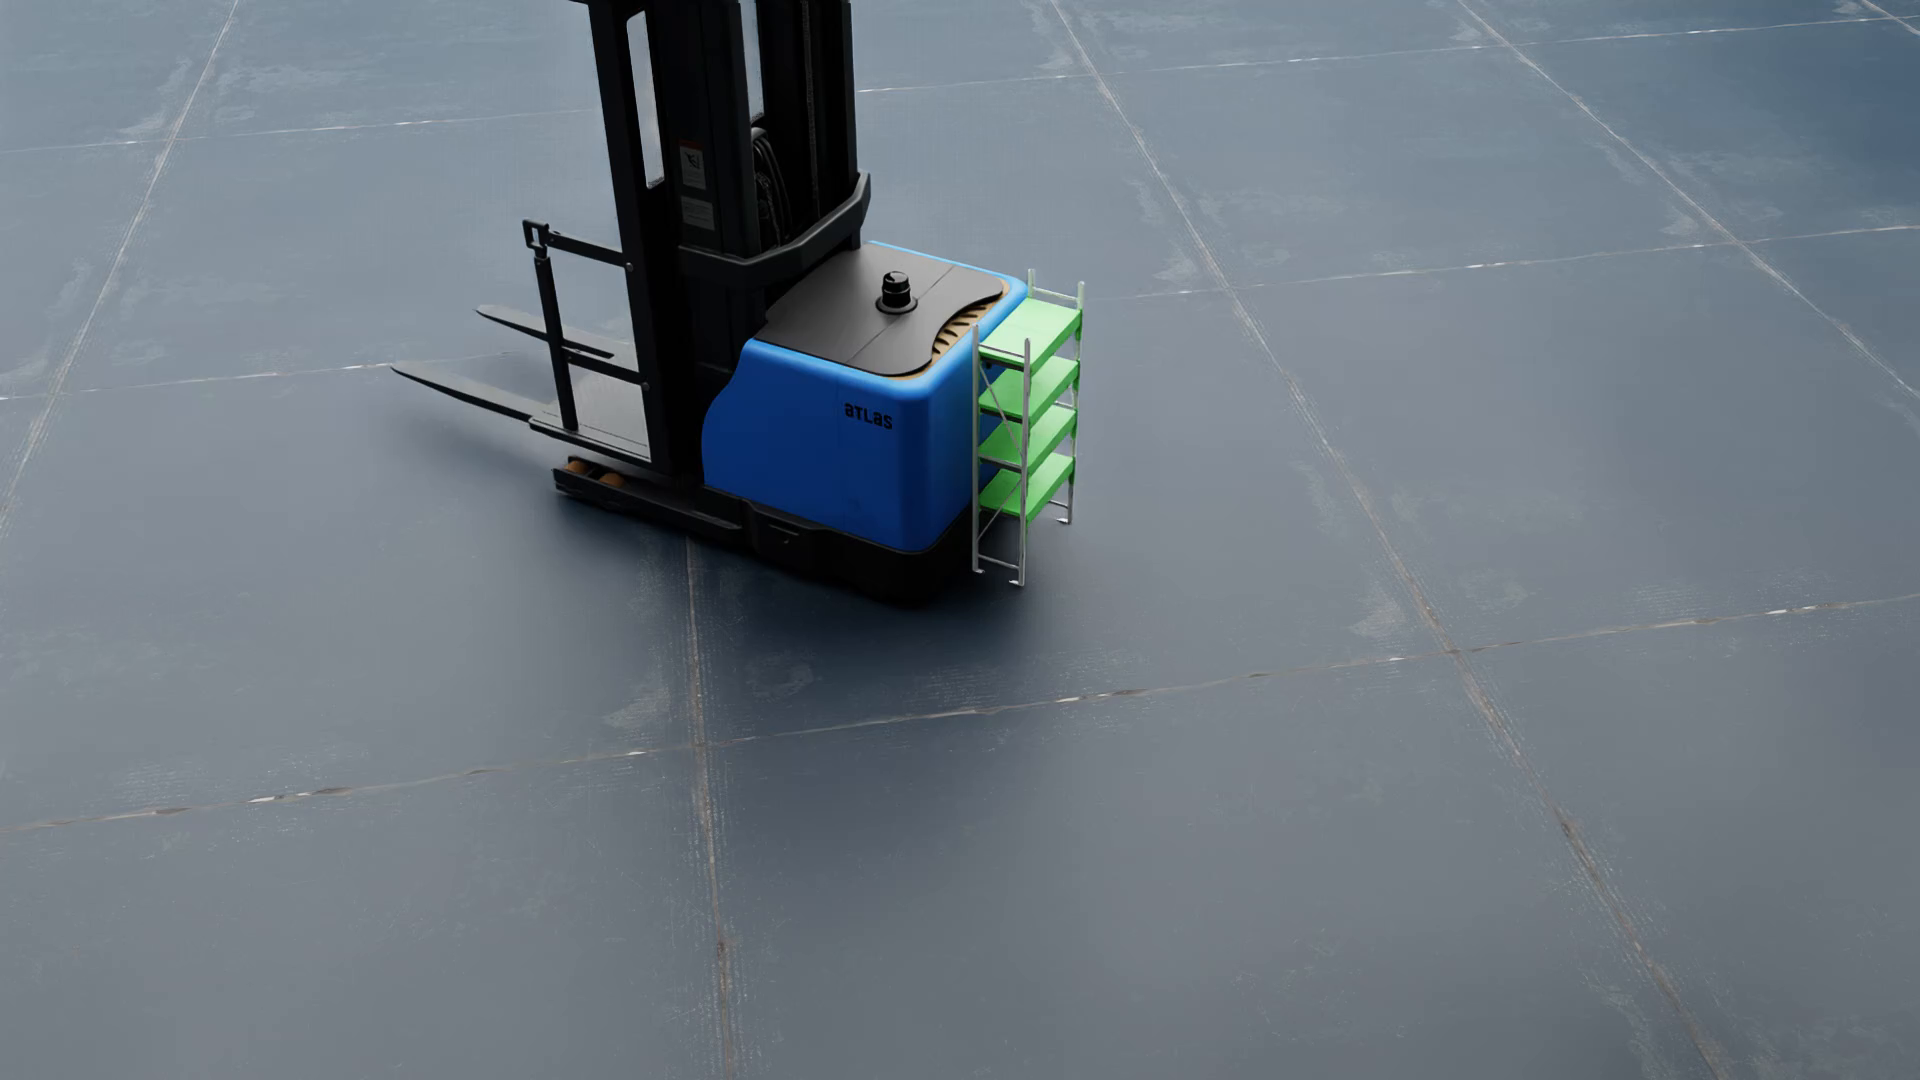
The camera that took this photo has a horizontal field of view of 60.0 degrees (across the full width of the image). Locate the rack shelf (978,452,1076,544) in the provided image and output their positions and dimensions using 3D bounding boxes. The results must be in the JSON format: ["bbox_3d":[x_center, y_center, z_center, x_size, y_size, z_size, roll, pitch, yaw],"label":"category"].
[{"bbox_3d":[0.274,-0.208,7.034,0.258,0.148,0.480,18,41,22],"label":"rack shelf"}]

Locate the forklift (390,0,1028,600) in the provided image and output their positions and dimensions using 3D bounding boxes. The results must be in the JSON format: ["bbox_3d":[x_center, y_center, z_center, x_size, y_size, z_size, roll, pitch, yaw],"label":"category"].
[{"bbox_3d":[-1.238,-1.554,6.862,3.031,2.935,1.130,18,41,22],"label":"forklift"}]

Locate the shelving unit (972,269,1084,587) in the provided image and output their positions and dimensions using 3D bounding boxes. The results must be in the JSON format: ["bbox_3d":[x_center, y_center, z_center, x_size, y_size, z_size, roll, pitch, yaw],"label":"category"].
[{"bbox_3d":[0.273,-0.448,6.848,0.258,1.200,0.503,18,41,22],"label":"shelving unit"}]

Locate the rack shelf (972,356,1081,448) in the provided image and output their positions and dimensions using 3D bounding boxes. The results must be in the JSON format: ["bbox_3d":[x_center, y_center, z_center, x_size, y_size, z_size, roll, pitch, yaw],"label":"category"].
[{"bbox_3d":[0.273,-0.587,6.740,0.258,0.148,0.480,18,41,22],"label":"rack shelf"}]

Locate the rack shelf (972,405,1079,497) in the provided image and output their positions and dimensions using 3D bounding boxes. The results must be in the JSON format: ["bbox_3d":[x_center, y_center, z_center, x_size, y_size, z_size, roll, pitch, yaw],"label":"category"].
[{"bbox_3d":[0.274,-0.397,6.887,0.258,0.148,0.480,18,41,22],"label":"rack shelf"}]

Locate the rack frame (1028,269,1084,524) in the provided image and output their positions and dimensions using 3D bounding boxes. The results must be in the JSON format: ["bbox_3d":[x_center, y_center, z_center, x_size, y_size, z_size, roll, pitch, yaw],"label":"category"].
[{"bbox_3d":[0.387,-0.581,7.018,0.240,1.200,0.015,18,41,22],"label":"rack frame"}]

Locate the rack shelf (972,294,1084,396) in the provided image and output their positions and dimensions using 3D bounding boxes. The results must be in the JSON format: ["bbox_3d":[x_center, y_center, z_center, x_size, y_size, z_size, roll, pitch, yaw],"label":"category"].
[{"bbox_3d":[0.272,-0.777,6.593,0.258,0.148,0.480,18,41,22],"label":"rack shelf"}]

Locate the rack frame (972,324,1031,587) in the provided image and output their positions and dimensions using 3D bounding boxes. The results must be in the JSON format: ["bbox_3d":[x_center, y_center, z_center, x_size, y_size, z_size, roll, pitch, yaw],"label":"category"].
[{"bbox_3d":[0.160,-0.315,6.677,0.240,1.200,0.015,18,41,22],"label":"rack frame"}]
